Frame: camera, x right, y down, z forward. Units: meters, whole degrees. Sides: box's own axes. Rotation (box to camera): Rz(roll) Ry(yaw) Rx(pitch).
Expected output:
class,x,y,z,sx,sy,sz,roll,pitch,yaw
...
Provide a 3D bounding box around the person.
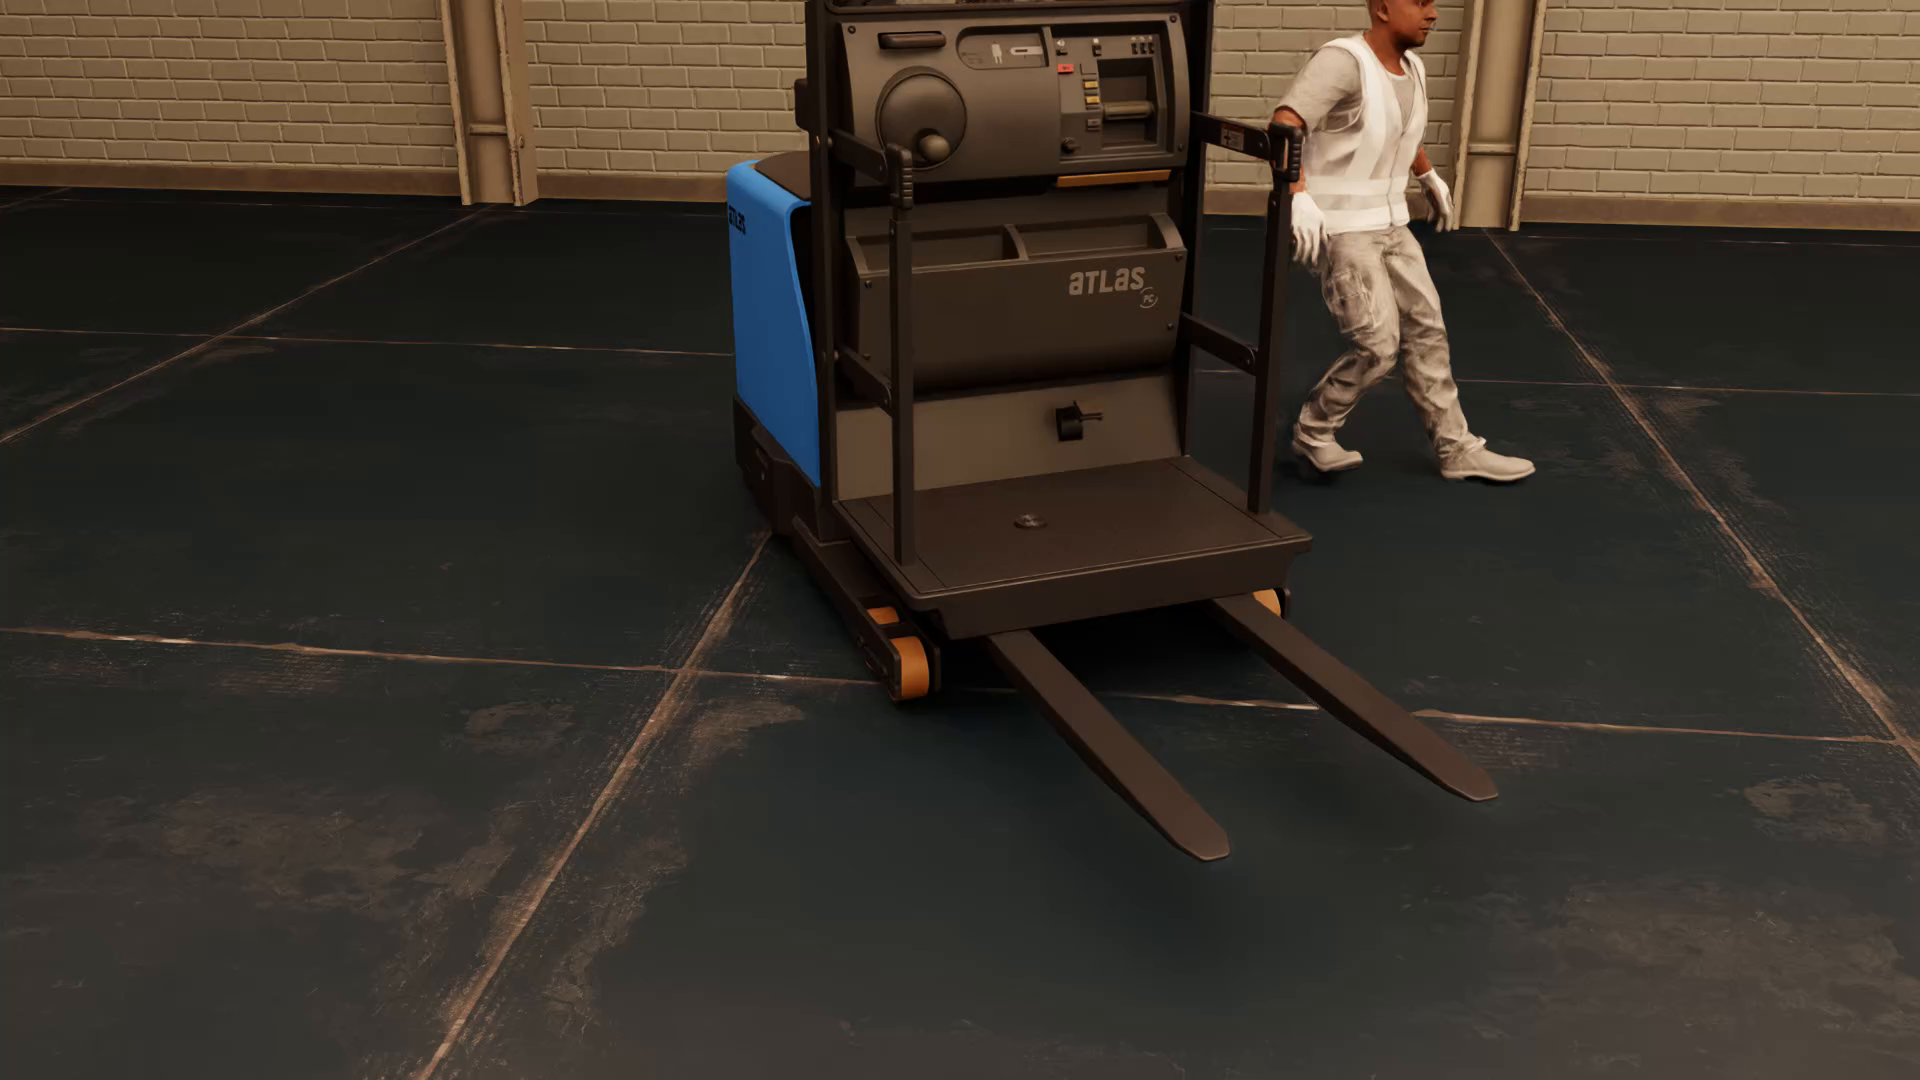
class,x,y,z,sx,sy,sz,roll,pitch,yaw
person,1.437,-0.979,5.338,0.993,1.711,0.733,-20,30,-41

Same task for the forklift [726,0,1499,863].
class,x,y,z,sx,sy,sz,roll,pitch,yaw
forklift,0.232,-1.129,4.056,1.130,2.935,3.031,-8,23,-19
